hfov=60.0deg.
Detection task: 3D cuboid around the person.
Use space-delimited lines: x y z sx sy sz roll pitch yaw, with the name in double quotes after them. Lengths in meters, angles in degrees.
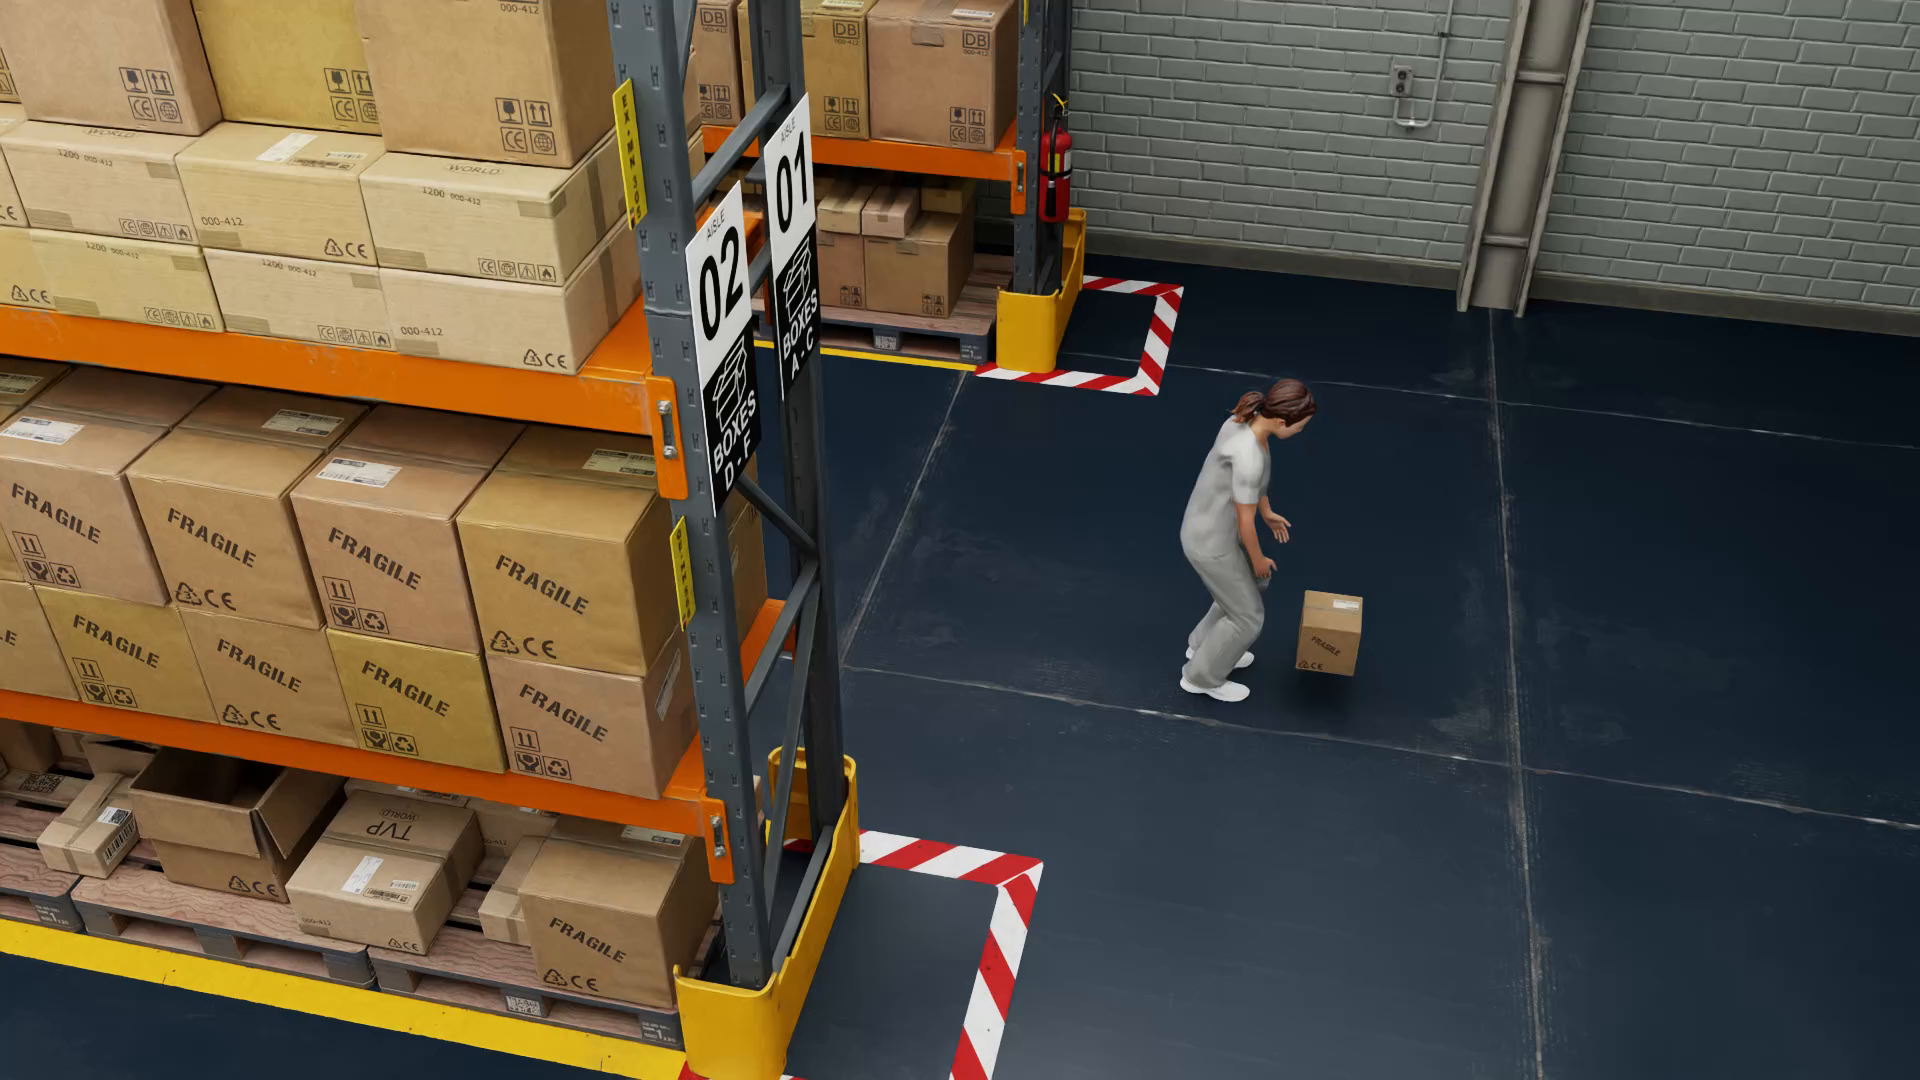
1.192 -0.023 7.104 0.489 1.556 0.478 8 37 11 "person"
